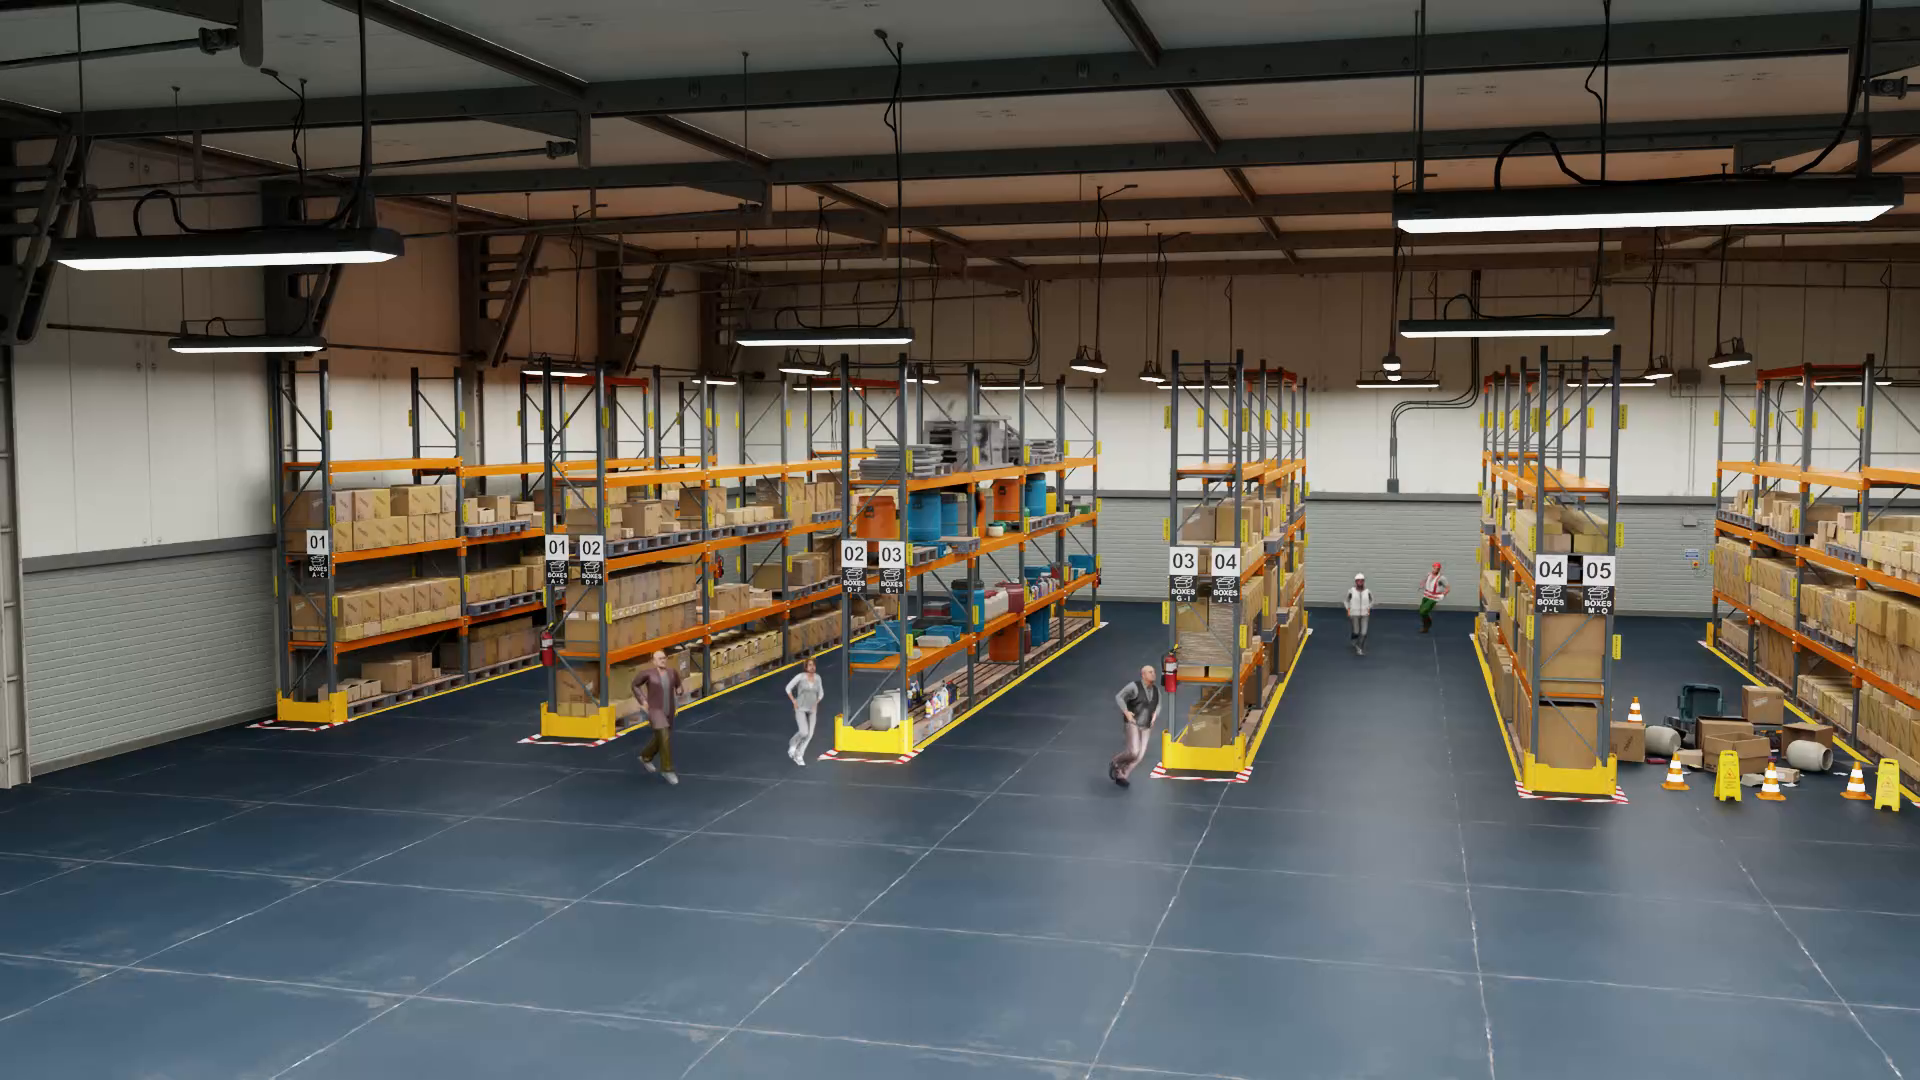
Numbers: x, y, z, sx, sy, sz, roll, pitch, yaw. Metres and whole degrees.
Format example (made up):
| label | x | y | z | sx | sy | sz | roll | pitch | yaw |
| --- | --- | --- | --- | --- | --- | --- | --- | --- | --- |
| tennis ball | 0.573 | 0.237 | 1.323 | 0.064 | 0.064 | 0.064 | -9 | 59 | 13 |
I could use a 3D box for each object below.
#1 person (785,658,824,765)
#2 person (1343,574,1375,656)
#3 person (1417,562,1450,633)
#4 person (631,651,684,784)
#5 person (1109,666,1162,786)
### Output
| label | x | y | z | sx | sy | sz | roll | pitch | yaw |
| --- | --- | --- | --- | --- | --- | --- | --- | --- | --- |
| person | -2.236 | 2.497 | 24.231 | 0.535 | 1.553 | 0.506 | -2 | 5 | -27 |
| person | 8.536 | 1.591 | 35.548 | 0.659 | 1.729 | 0.554 | 0 | 4 | 5 |
| person | 10.984 | 1.362 | 38.812 | 0.558 | 1.703 | 0.743 | -3 | 5 | -33 |
| person | -4.181 | 2.439 | 23.241 | 0.975 | 1.816 | 0.679 | 4 | 6 | 44 |
| person | 2.455 | 2.540 | 22.815 | 0.714 | 1.635 | 0.566 | -2 | 5 | -27 |
